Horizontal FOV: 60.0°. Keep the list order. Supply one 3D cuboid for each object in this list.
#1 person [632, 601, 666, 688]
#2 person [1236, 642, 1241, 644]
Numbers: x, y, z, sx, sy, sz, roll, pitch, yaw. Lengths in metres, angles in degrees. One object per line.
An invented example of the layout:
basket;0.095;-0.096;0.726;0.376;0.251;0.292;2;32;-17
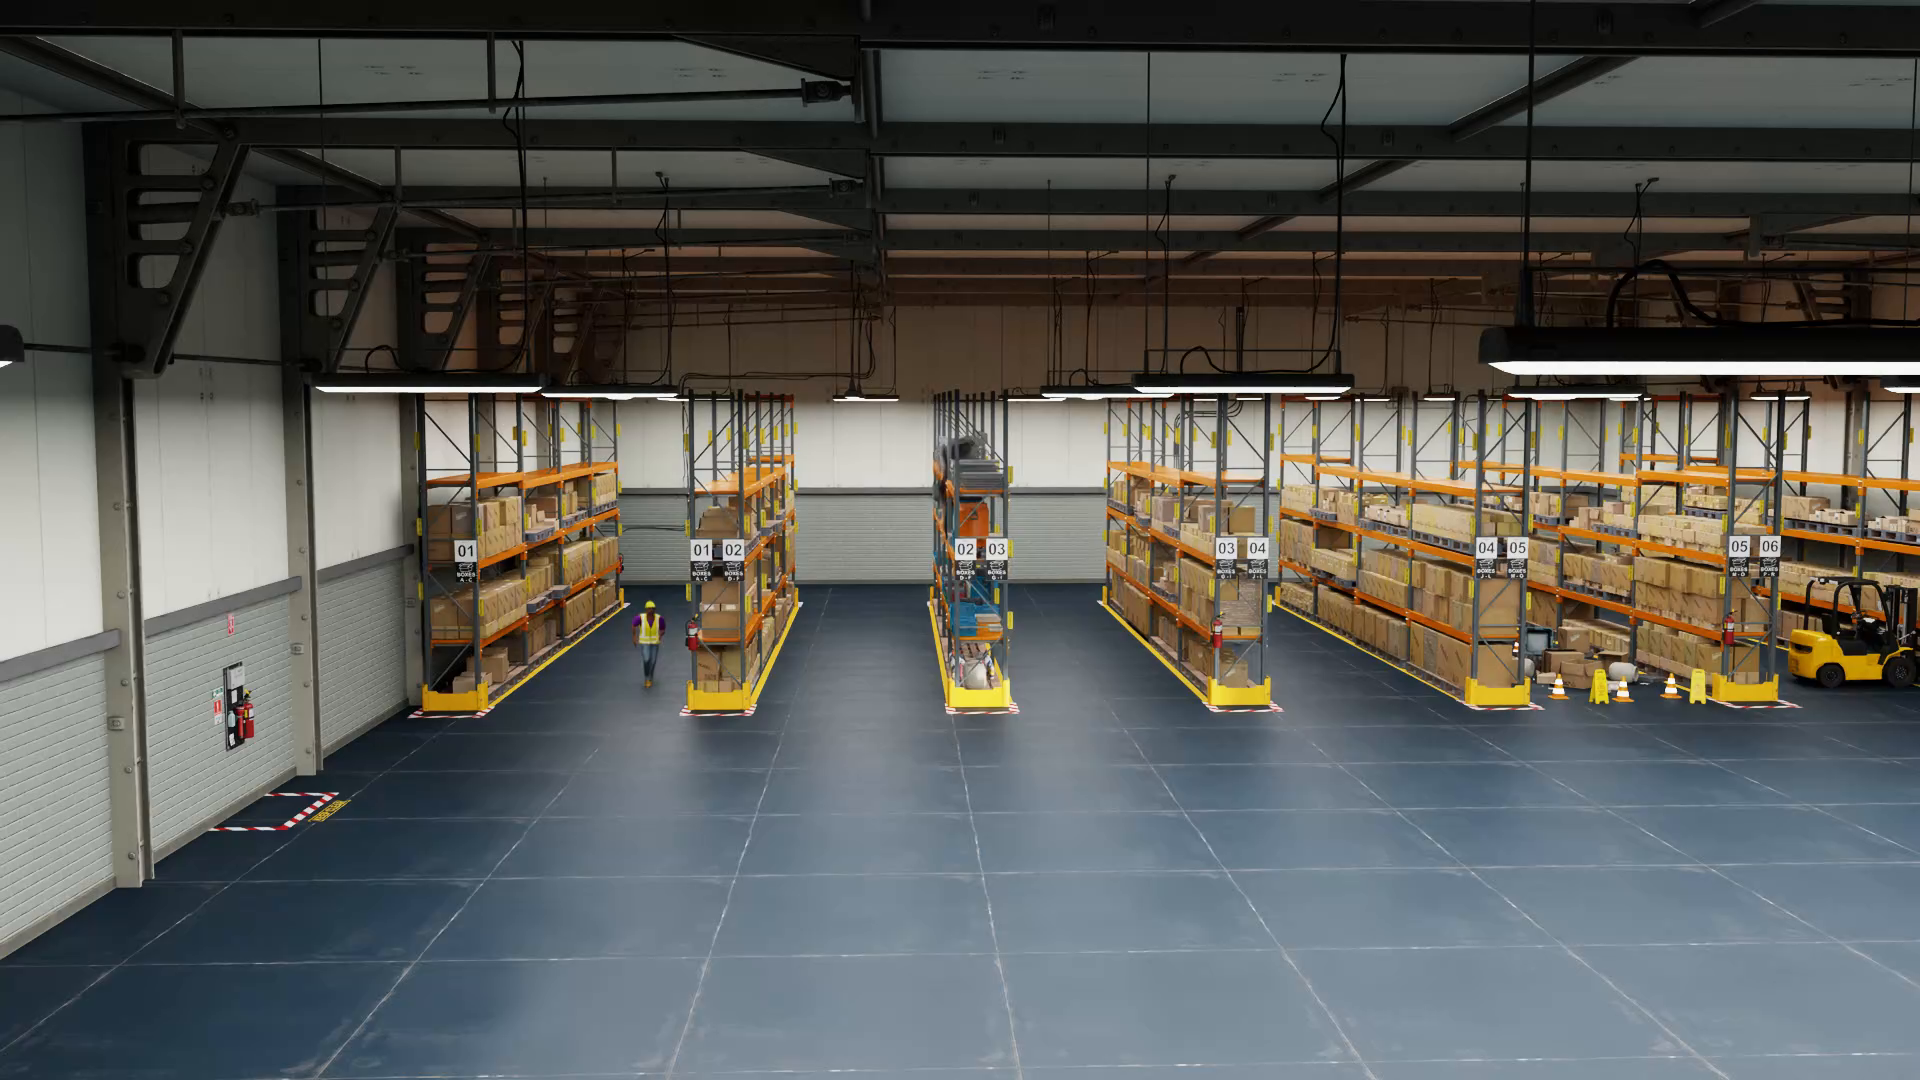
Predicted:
person;-6.293;2.118;33.712;0.645;1.778;0.822;-2;5;-21
person;6.681;1.628;39.683;0.673;1.724;0.630;0;5;-2
